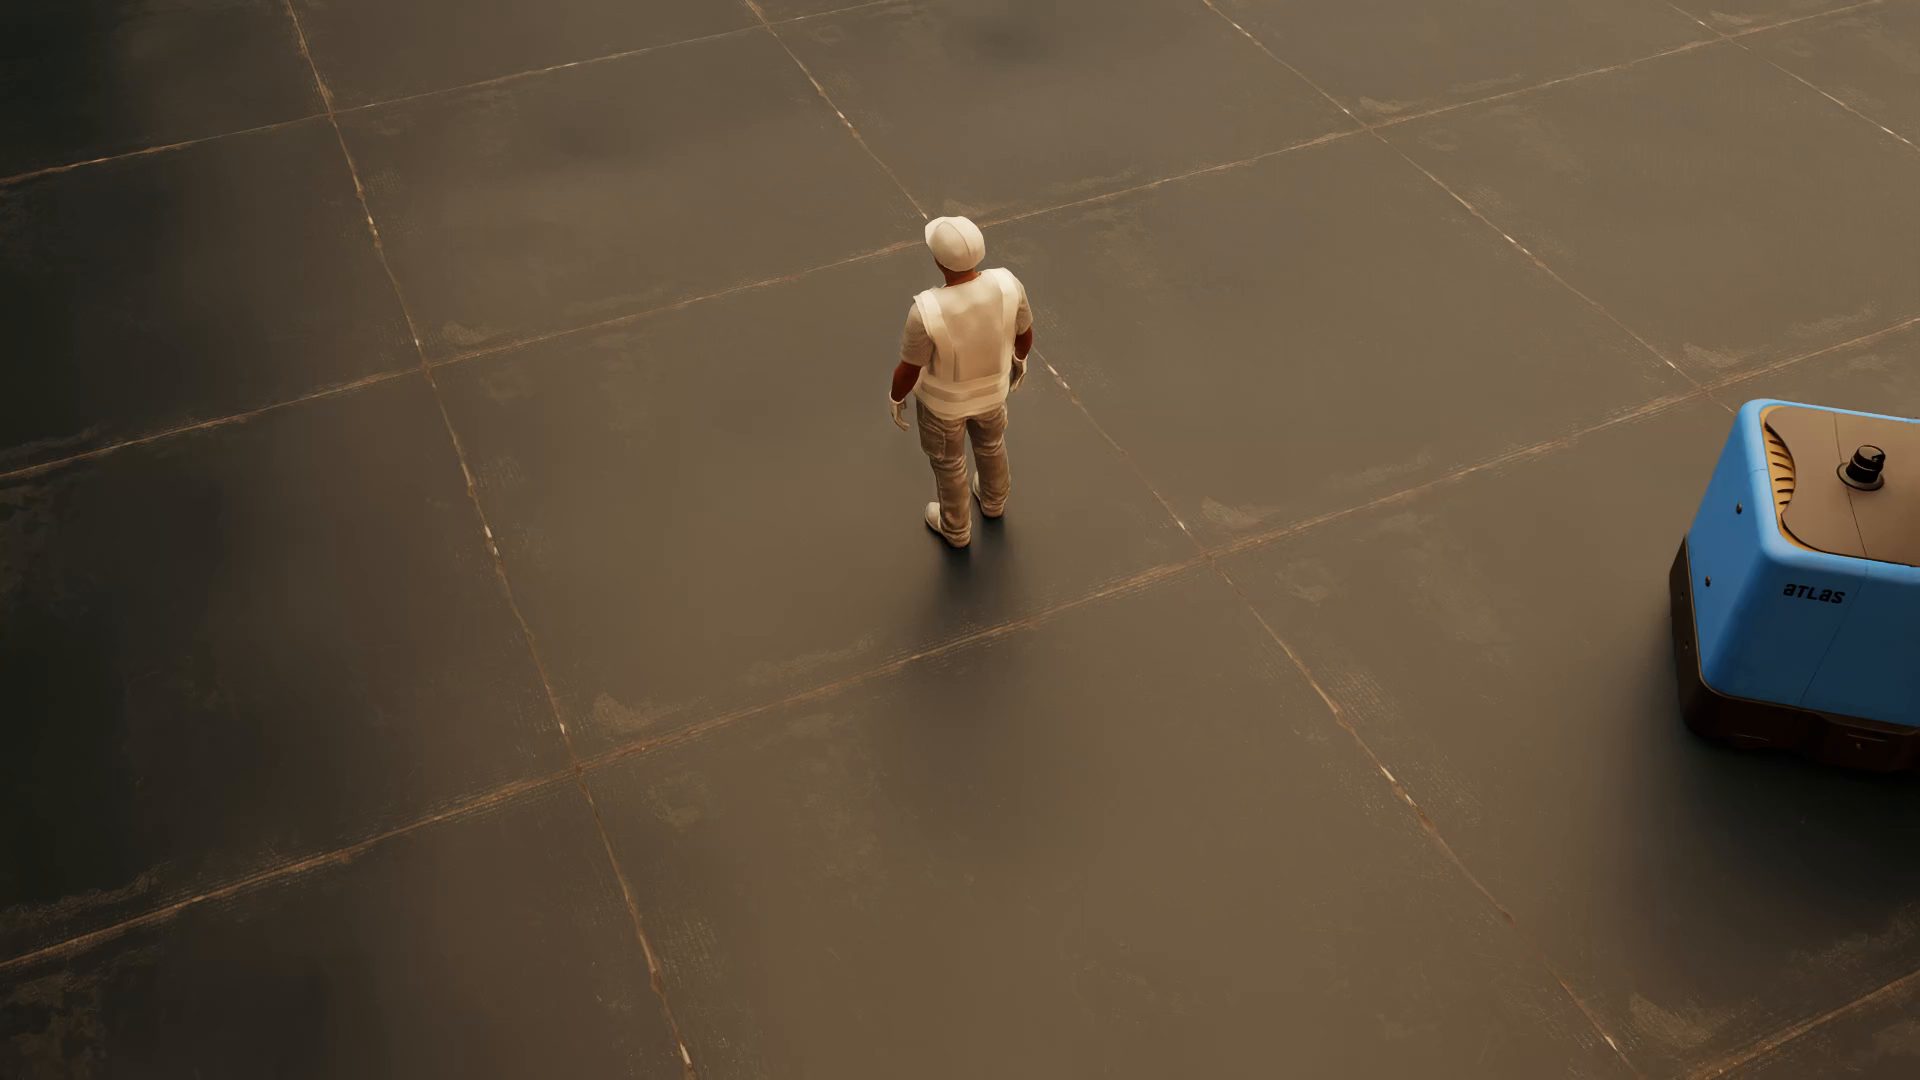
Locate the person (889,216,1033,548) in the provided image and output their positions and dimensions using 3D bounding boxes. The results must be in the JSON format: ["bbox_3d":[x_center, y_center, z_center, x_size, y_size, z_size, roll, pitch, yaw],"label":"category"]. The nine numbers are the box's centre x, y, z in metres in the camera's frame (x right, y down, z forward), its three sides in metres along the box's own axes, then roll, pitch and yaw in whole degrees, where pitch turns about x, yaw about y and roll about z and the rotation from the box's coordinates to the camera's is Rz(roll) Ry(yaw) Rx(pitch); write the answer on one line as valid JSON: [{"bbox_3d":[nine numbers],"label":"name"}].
[{"bbox_3d":[-0.023,-0.704,7.266,0.657,1.785,0.575,-18,46,-18],"label":"person"}]

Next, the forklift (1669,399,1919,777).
[{"bbox_3d":[4.587,-0.327,6.031,3.031,2.935,1.130,10,44,10],"label":"forklift"}]
